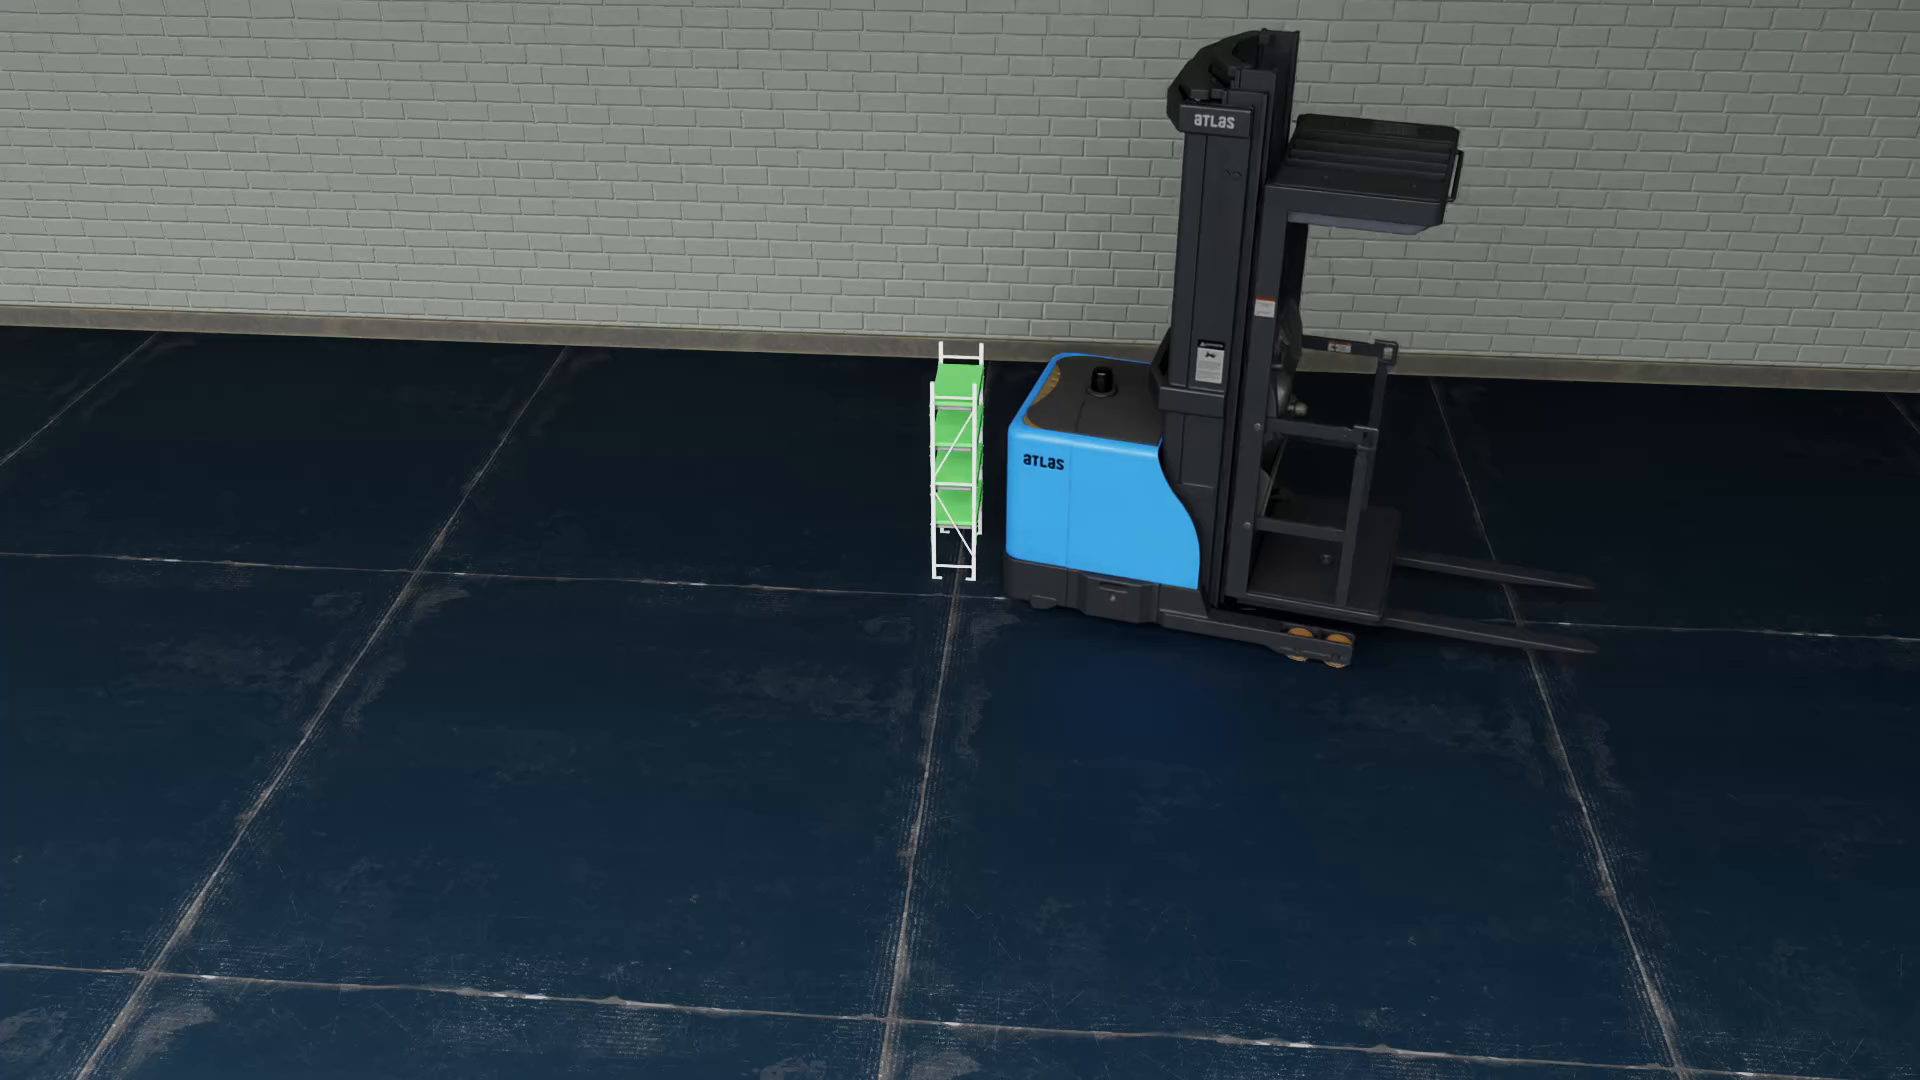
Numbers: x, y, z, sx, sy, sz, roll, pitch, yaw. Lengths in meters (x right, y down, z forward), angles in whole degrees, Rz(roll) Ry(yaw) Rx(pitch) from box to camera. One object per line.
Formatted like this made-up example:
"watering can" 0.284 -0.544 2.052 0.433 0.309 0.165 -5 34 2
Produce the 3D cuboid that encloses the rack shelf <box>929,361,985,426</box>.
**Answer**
"rack shelf" -0.013 -0.778 8.857 0.258 0.148 0.480 2 32 4

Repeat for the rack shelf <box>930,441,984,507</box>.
"rack shelf" -0.013 -0.370 9.109 0.258 0.148 0.480 2 32 4

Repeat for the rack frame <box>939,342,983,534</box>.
"rack frame" 0.006 -0.552 9.282 0.240 1.200 0.015 2 32 4

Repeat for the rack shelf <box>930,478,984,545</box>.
"rack shelf" -0.013 -0.166 9.234 0.258 0.148 0.480 2 32 4

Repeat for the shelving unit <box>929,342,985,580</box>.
"shelving unit" -0.013 -0.424 9.075 0.258 1.200 0.503 2 32 4

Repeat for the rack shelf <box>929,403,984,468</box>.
"rack shelf" -0.013 -0.574 8.983 0.258 0.148 0.480 2 32 4

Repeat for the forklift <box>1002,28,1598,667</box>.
"forklift" 1.804 -0.912 8.216 3.031 2.935 1.130 9 33 15

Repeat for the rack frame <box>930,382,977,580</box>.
"rack frame" -0.033 -0.297 8.868 0.240 1.200 0.015 2 32 4
